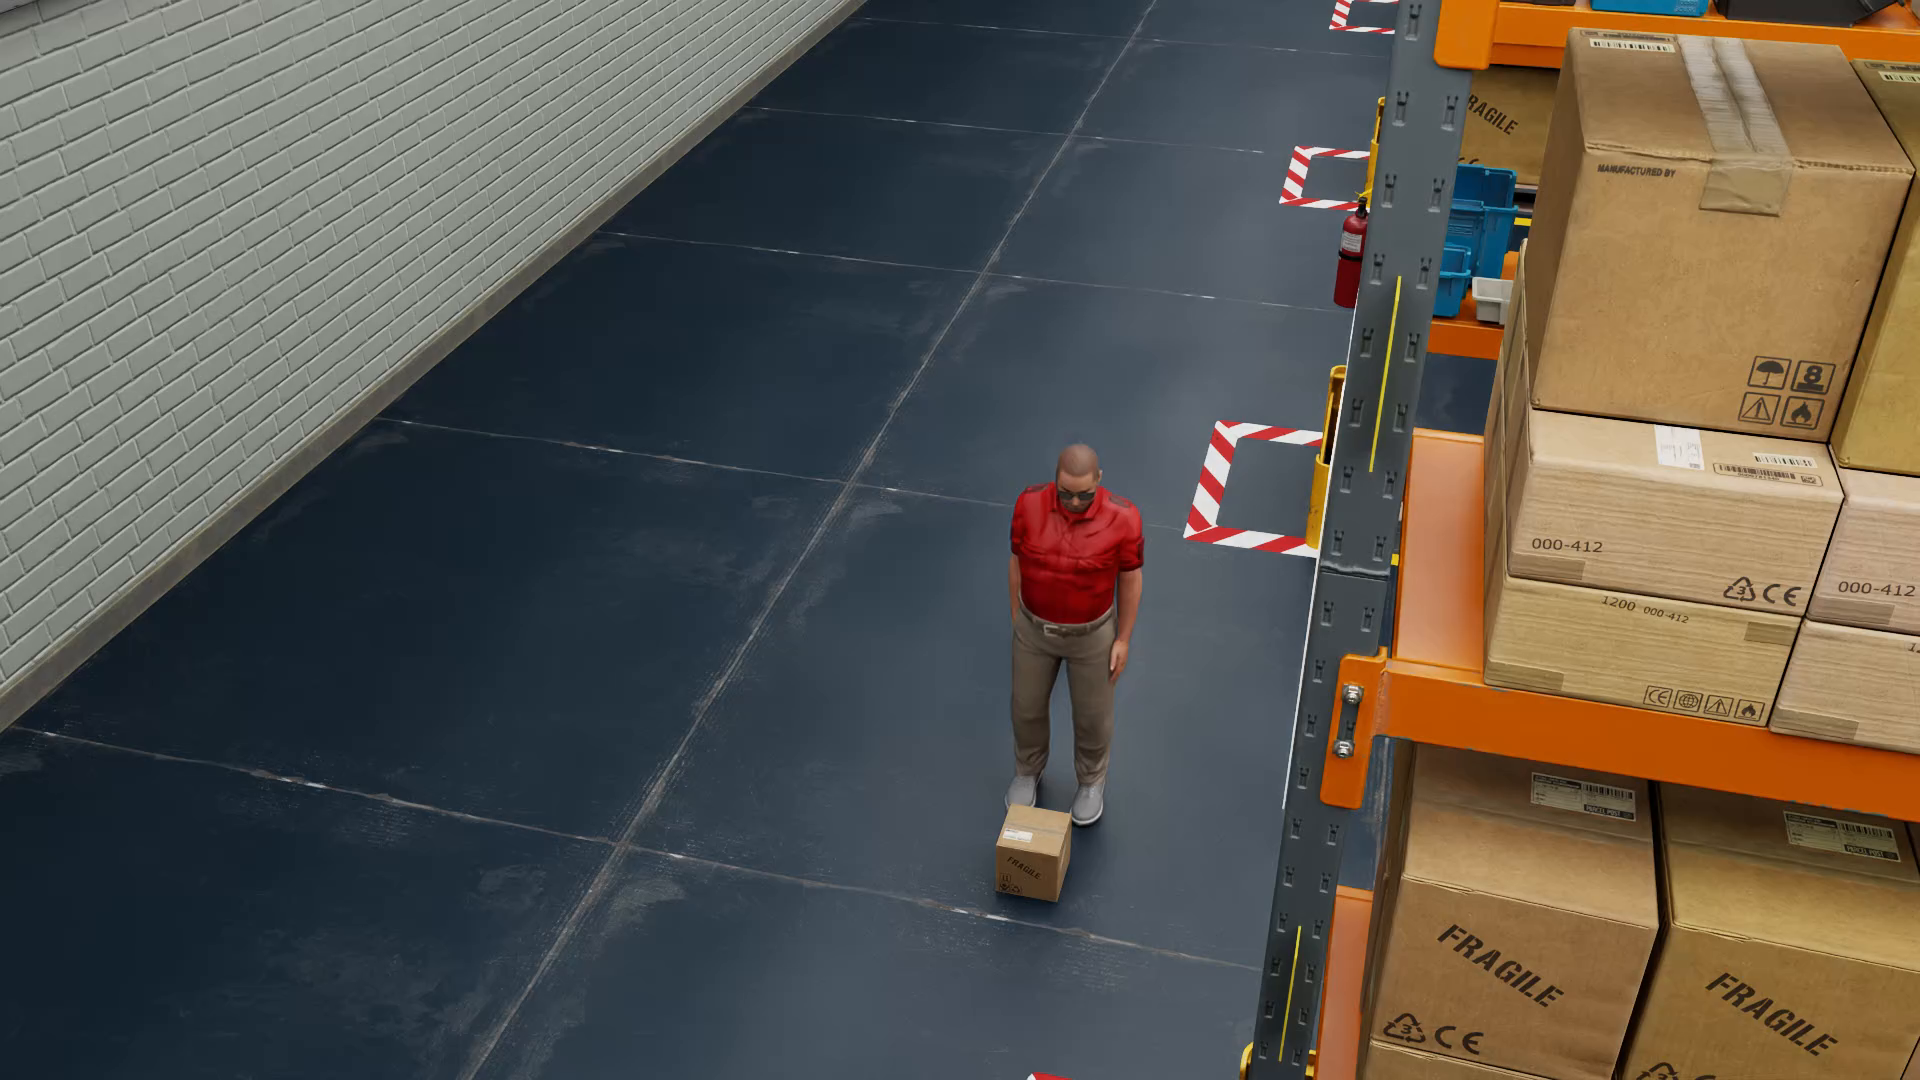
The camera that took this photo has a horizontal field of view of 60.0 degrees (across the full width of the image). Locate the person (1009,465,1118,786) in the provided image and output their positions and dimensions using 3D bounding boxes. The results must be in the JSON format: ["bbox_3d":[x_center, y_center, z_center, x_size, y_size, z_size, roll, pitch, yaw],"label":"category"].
[{"bbox_3d":[0.420,0.370,6.600,0.434,1.549,0.356,9,34,13],"label":"person"}]
